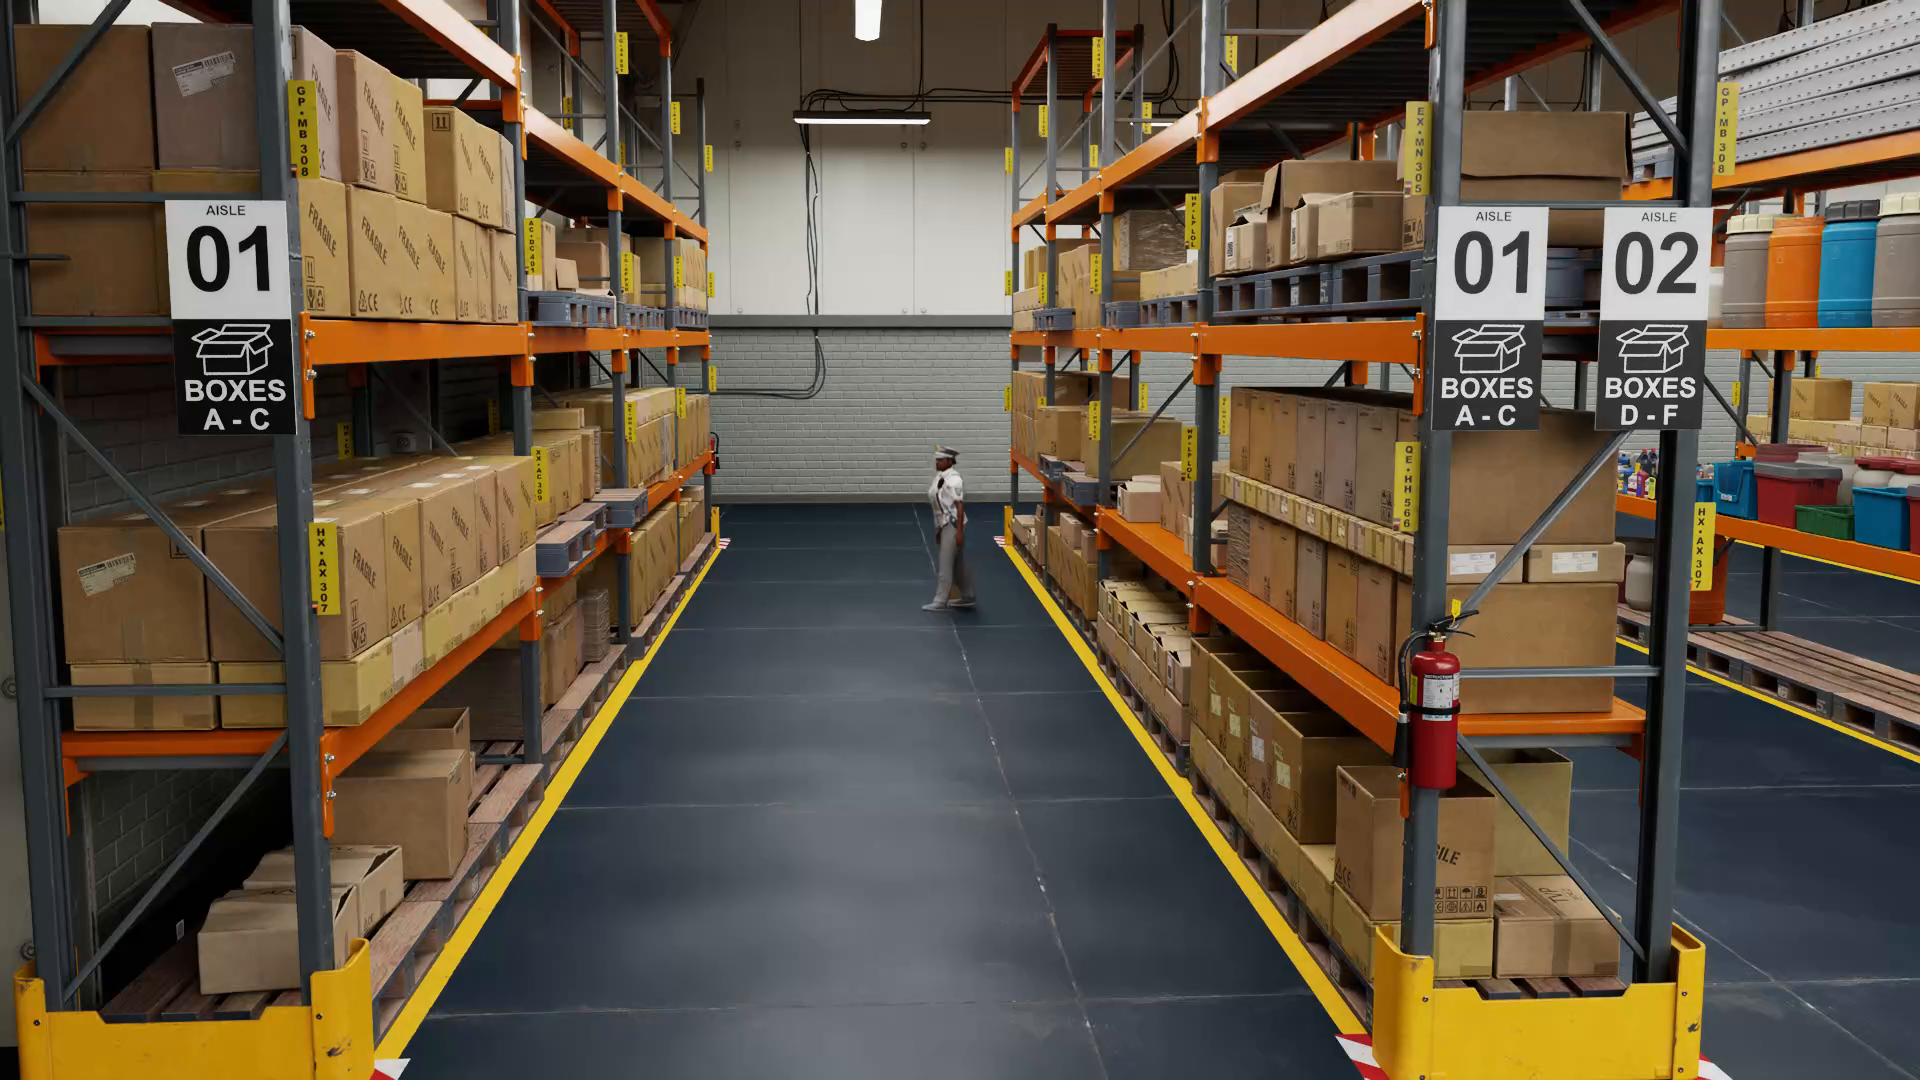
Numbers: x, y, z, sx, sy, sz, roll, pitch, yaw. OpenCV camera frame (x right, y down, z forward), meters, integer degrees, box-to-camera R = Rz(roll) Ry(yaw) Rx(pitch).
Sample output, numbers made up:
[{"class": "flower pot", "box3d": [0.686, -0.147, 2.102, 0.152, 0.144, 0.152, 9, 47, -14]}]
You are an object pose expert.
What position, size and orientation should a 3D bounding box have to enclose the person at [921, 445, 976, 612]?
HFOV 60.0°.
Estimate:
[{"class": "person", "box3d": [-0.132, -0.116, 16.521, 0.746, 1.659, 0.662, -3, 7, -21]}]
